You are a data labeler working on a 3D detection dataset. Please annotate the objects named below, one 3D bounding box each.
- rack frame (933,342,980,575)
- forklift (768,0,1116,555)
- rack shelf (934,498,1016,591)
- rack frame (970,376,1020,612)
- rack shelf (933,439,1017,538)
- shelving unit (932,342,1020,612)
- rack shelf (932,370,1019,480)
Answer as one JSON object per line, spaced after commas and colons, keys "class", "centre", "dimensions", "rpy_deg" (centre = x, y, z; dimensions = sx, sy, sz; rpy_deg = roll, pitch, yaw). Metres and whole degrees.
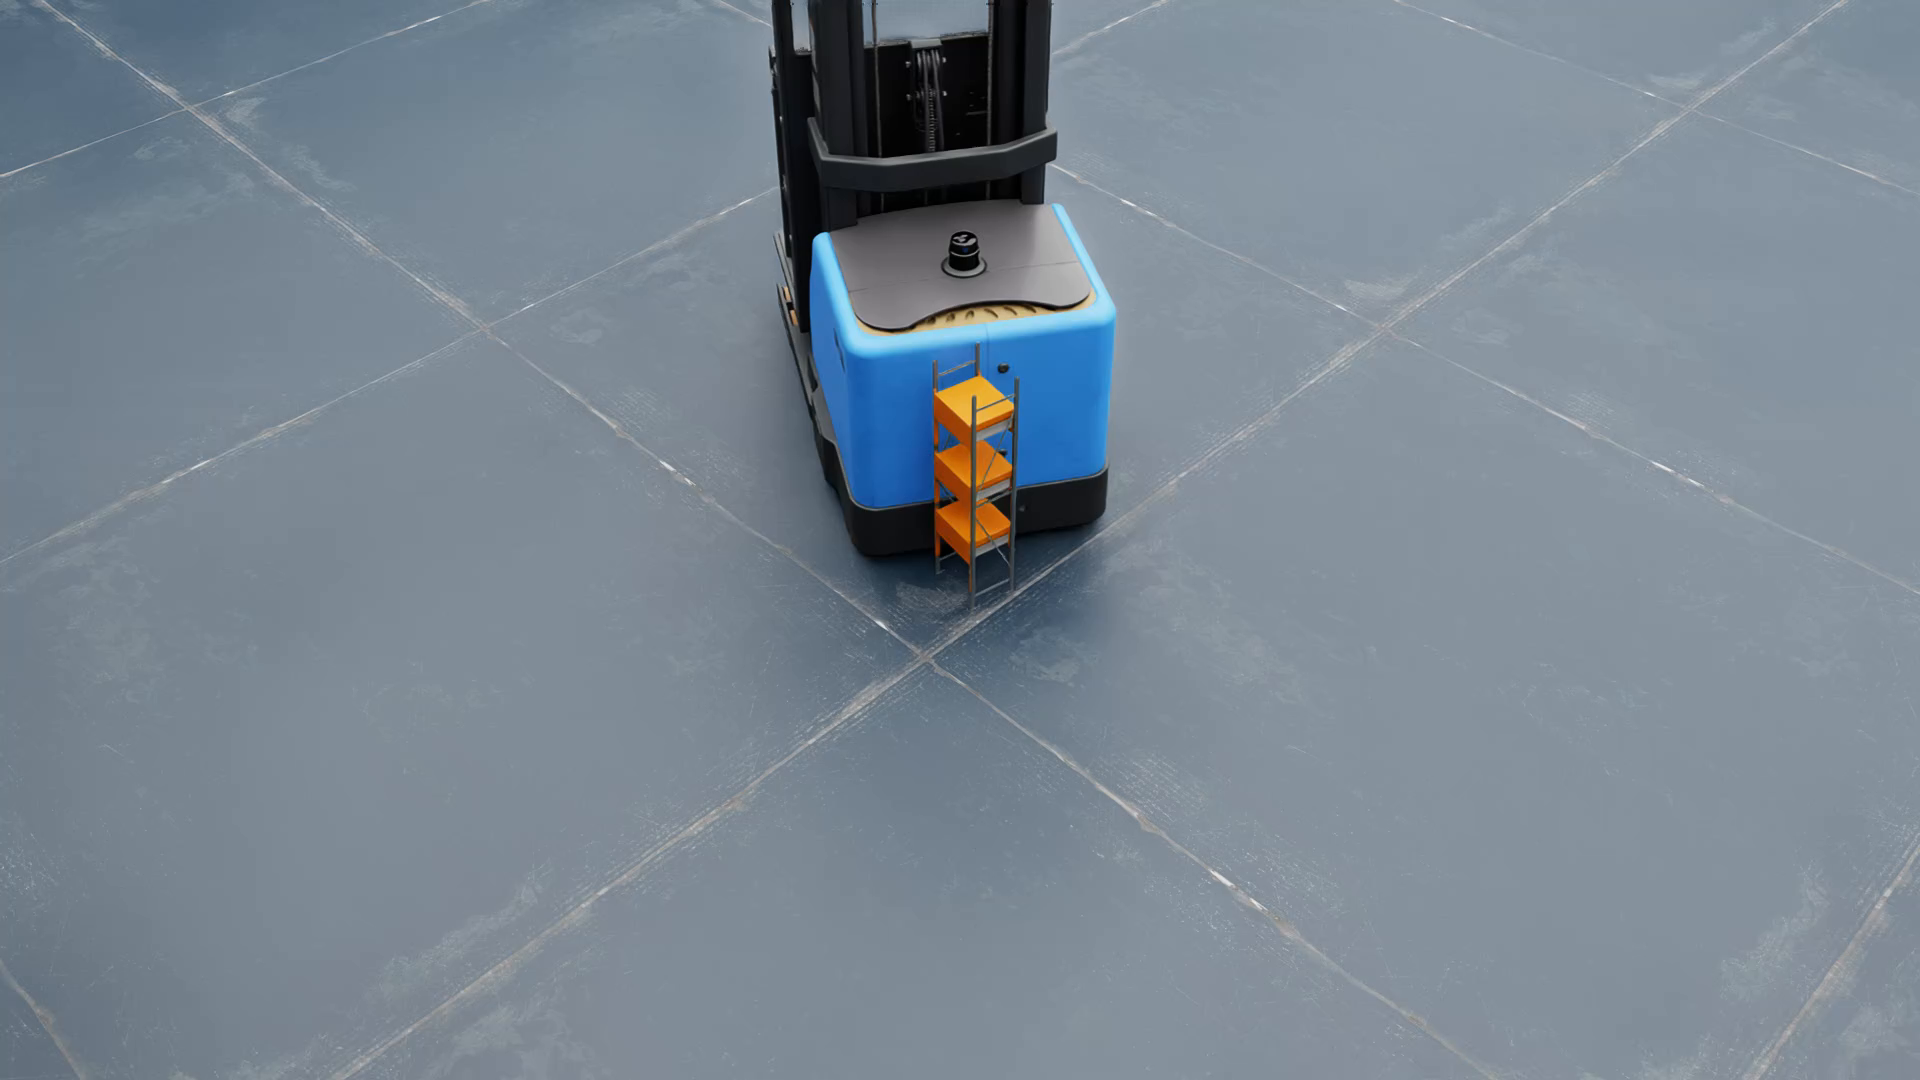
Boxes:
{"class": "rack frame", "centre": [-0.012, -0.285, 6.285], "dimensions": [0.200, 1.050, 0.008], "rpy_deg": [-25, 48, -24]}
{"class": "forklift", "centre": [-0.239, -2.029, 6.786], "dimensions": [1.130, 2.935, 3.031], "rpy_deg": [-9, 43, -10]}
{"class": "rack shelf", "centre": [0.056, -0.005, 6.407], "dimensions": [0.215, 0.259, 0.240], "rpy_deg": [-25, 48, -24]}
{"class": "rack frame", "centre": [0.124, -0.148, 6.137], "dimensions": [0.200, 1.050, 0.008], "rpy_deg": [-25, 48, -24]}
{"class": "rack shelf", "centre": [0.056, -0.209, 6.218], "dimensions": [0.215, 0.259, 0.240], "rpy_deg": [-25, 48, -24]}
{"class": "shelving unit", "centre": [0.056, -0.217, 6.211], "dimensions": [0.215, 1.050, 0.252], "rpy_deg": [-25, 48, -24]}
{"class": "rack shelf", "centre": [0.056, -0.417, 6.025], "dimensions": [0.215, 0.259, 0.240], "rpy_deg": [-25, 48, -24]}
